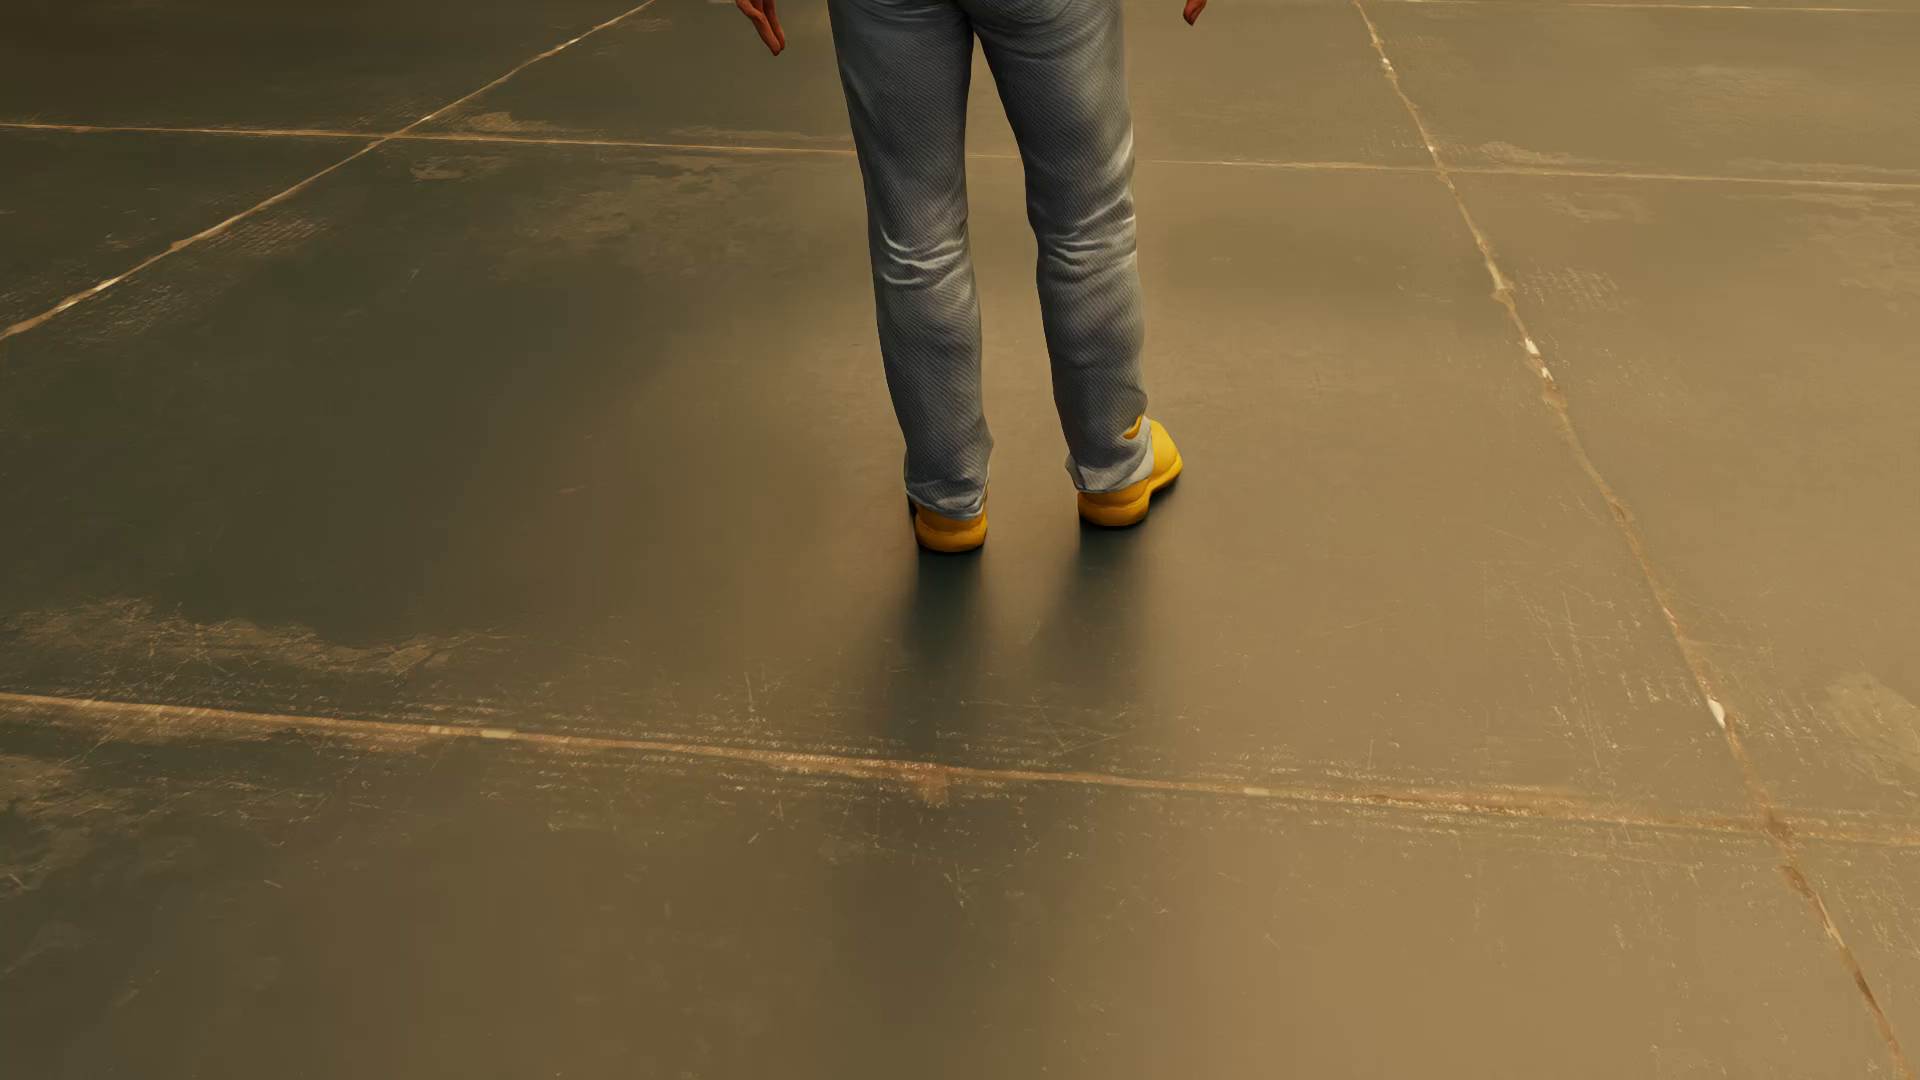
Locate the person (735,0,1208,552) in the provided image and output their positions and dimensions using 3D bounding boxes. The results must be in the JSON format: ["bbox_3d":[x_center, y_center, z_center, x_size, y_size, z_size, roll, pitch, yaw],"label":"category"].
[{"bbox_3d":[0.015,-0.824,2.165,0.666,1.759,0.577,3,27,7],"label":"person"}]
